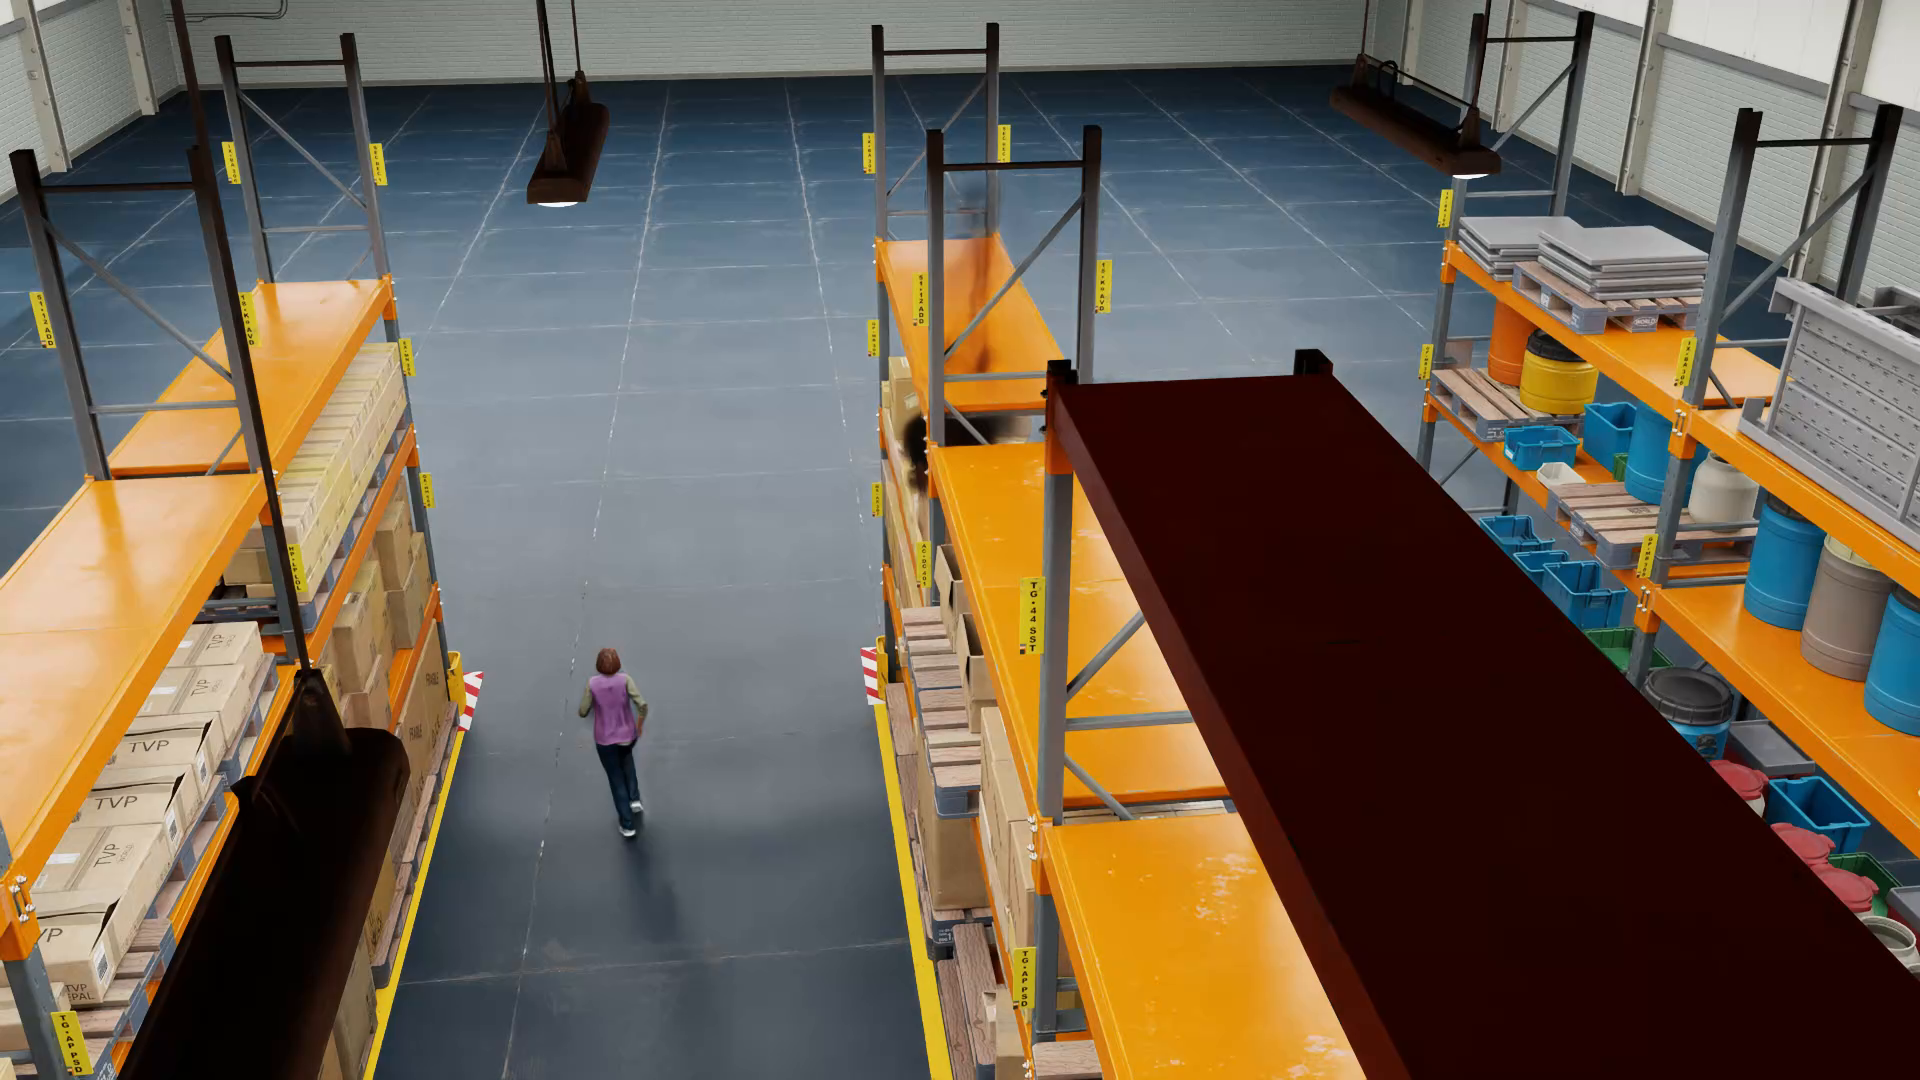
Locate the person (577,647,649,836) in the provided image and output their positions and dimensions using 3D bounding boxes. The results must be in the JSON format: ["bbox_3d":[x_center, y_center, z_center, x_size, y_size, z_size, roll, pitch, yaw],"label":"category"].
[{"bbox_3d":[-2.759,1.644,13.319,0.527,1.528,0.698,-10,27,-19],"label":"person"}]
